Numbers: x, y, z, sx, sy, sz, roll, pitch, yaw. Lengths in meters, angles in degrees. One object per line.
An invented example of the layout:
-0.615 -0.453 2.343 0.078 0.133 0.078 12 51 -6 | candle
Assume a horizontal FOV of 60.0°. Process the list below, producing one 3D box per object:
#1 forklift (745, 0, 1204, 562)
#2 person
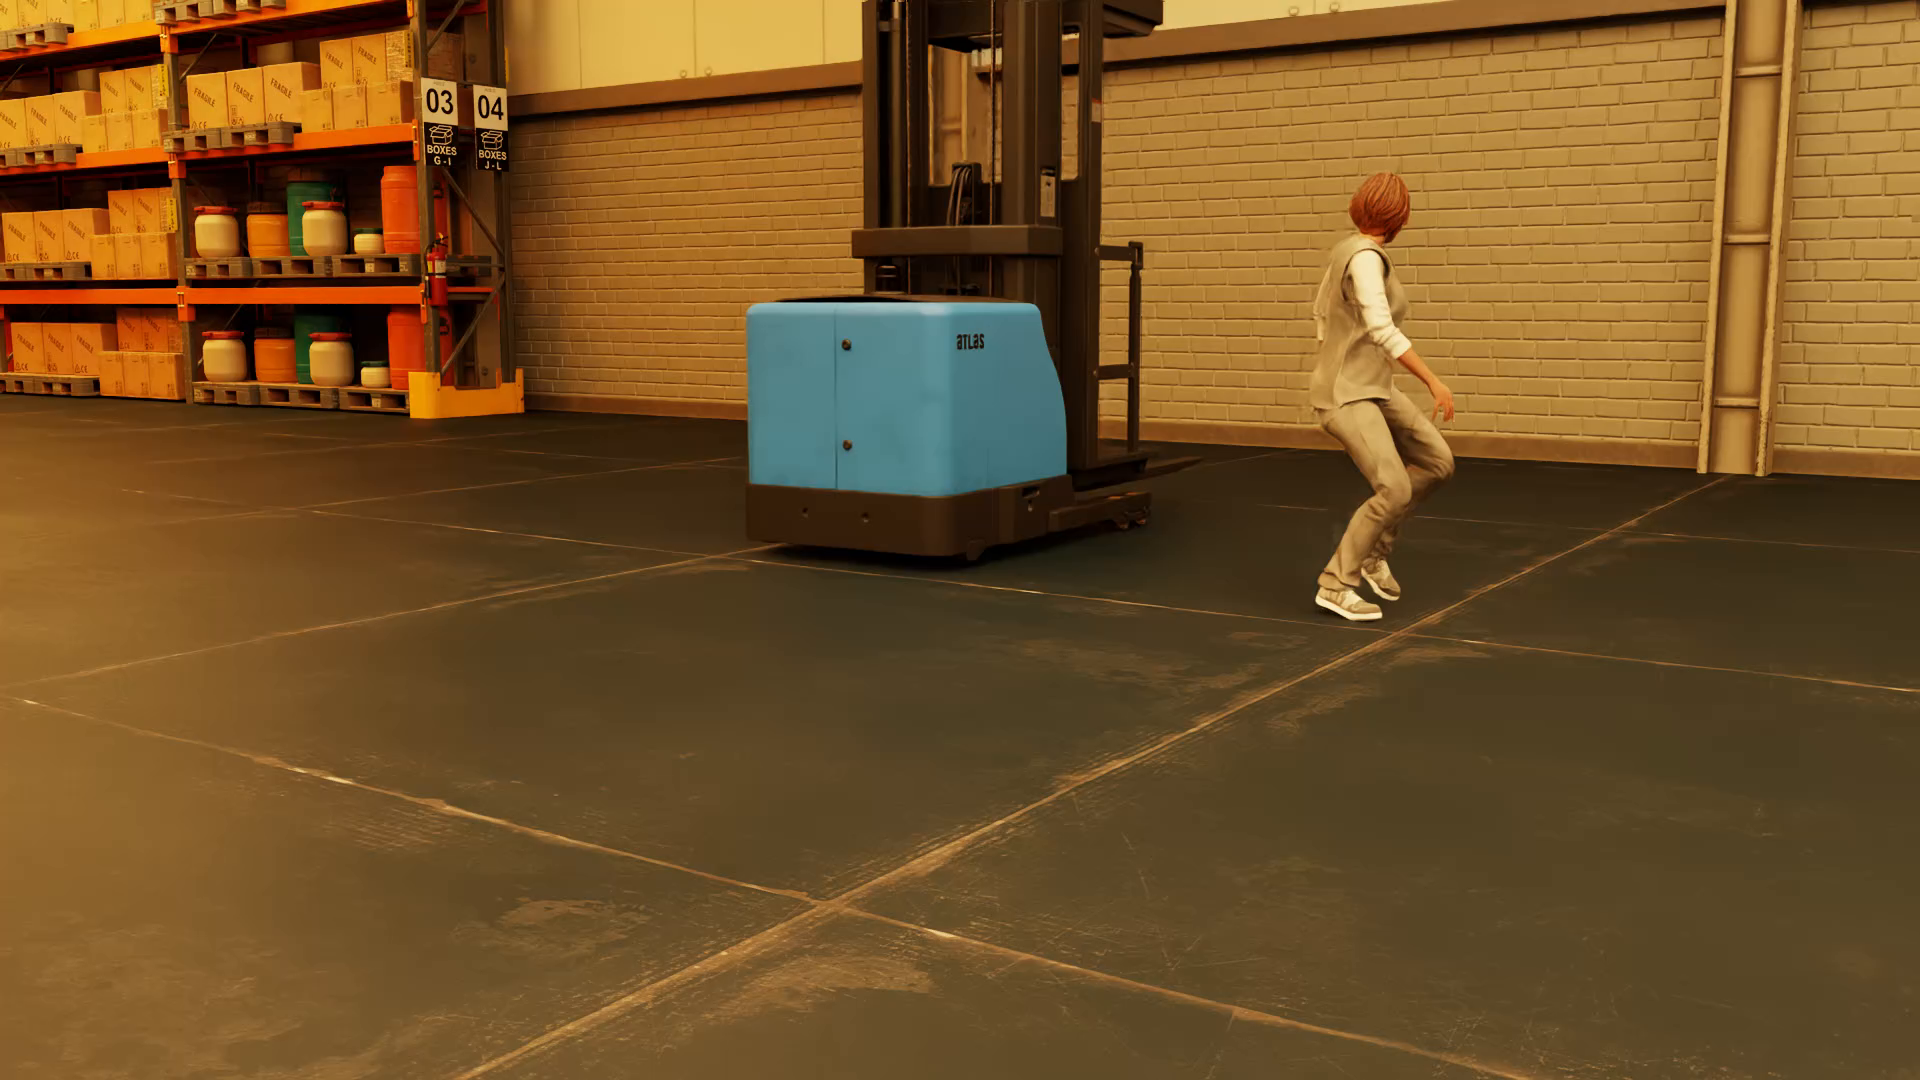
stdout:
0.279 -1.529 7.942 1.130 2.935 3.031 5 9 31 | forklift
1.434 -0.490 5.725 0.580 1.512 0.648 4 9 26 | person
